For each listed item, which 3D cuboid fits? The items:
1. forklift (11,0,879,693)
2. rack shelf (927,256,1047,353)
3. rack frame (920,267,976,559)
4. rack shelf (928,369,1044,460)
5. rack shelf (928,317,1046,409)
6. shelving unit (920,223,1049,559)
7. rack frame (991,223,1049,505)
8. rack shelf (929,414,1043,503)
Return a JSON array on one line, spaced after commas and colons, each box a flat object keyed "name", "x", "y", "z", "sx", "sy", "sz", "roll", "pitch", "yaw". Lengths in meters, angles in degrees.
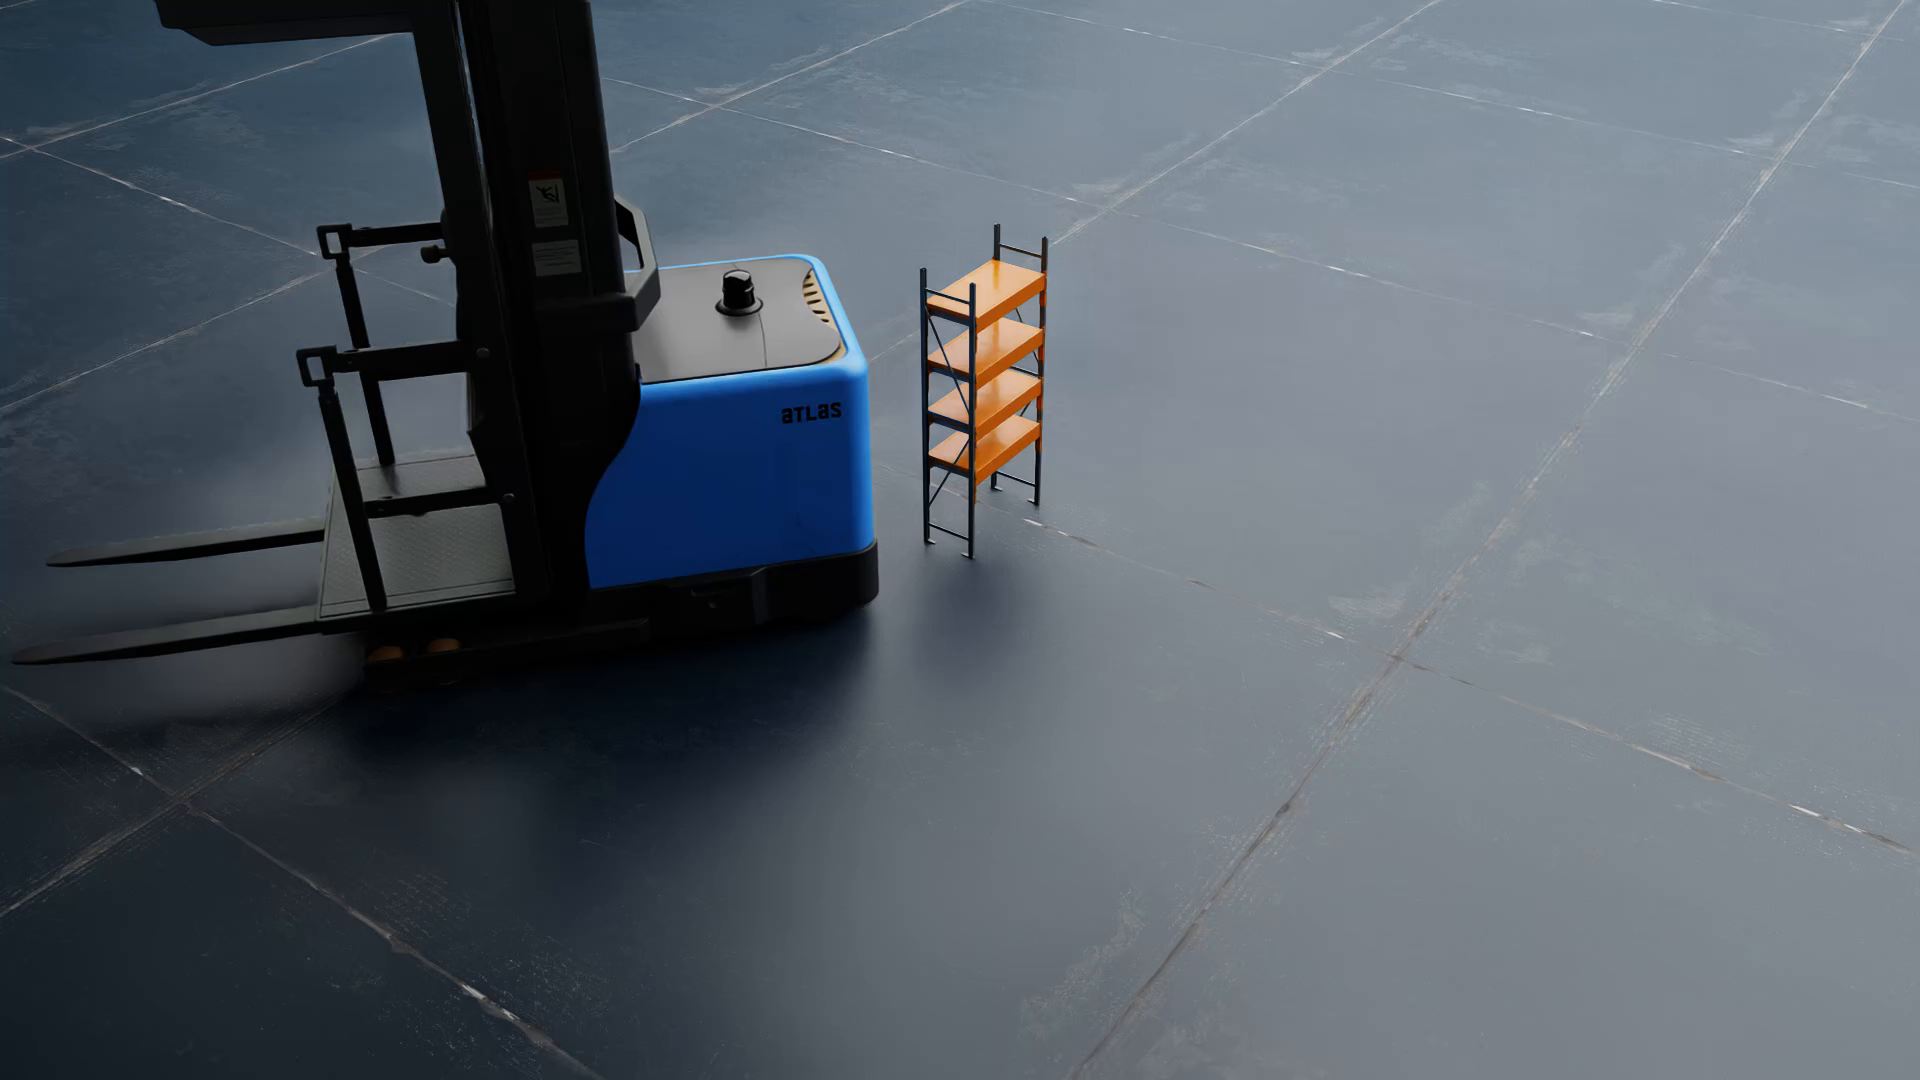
[{"name": "forklift", "x": -1.883, "y": -0.995, "z": 5.605, "sx": 3.031, "sy": 2.935, "sz": 1.130, "roll": -8, "pitch": 35, "yaw": -12}, {"name": "rack shelf", "x": 0.094, "y": -0.899, "z": 6.306, "sx": 0.258, "sy": 0.148, "sz": 0.480, "roll": 21, "pitch": 39, "yaw": 28}, {"name": "rack frame", "x": -0.045, "y": -0.461, "z": 6.360, "sx": 0.240, "sy": 1.200, "sz": 0.015, "roll": 21, "pitch": 39, "yaw": 28}, {"name": "rack shelf", "x": 0.094, "y": -0.517, "z": 6.564, "sx": 0.258, "sy": 0.148, "sz": 0.480, "roll": 21, "pitch": 39, "yaw": 28}, {"name": "rack shelf", "x": 0.094, "y": -0.703, "z": 6.439, "sx": 0.258, "sy": 0.148, "sz": 0.480, "roll": 21, "pitch": 39, "yaw": 28}, {"name": "shelving unit", "x": 0.094, "y": -0.573, "z": 6.527, "sx": 0.258, "sy": 1.200, "sz": 0.503, "roll": 21, "pitch": 39, "yaw": 28}, {"name": "rack frame", "x": 0.234, "y": -0.685, "z": 6.693, "sx": 0.240, "sy": 1.200, "sz": 0.015, "roll": 21, "pitch": 39, "yaw": 28}, {"name": "rack shelf", "x": 0.094, "y": -0.353, "z": 6.675, "sx": 0.258, "sy": 0.148, "sz": 0.480, "roll": 21, "pitch": 39, "yaw": 28}]
